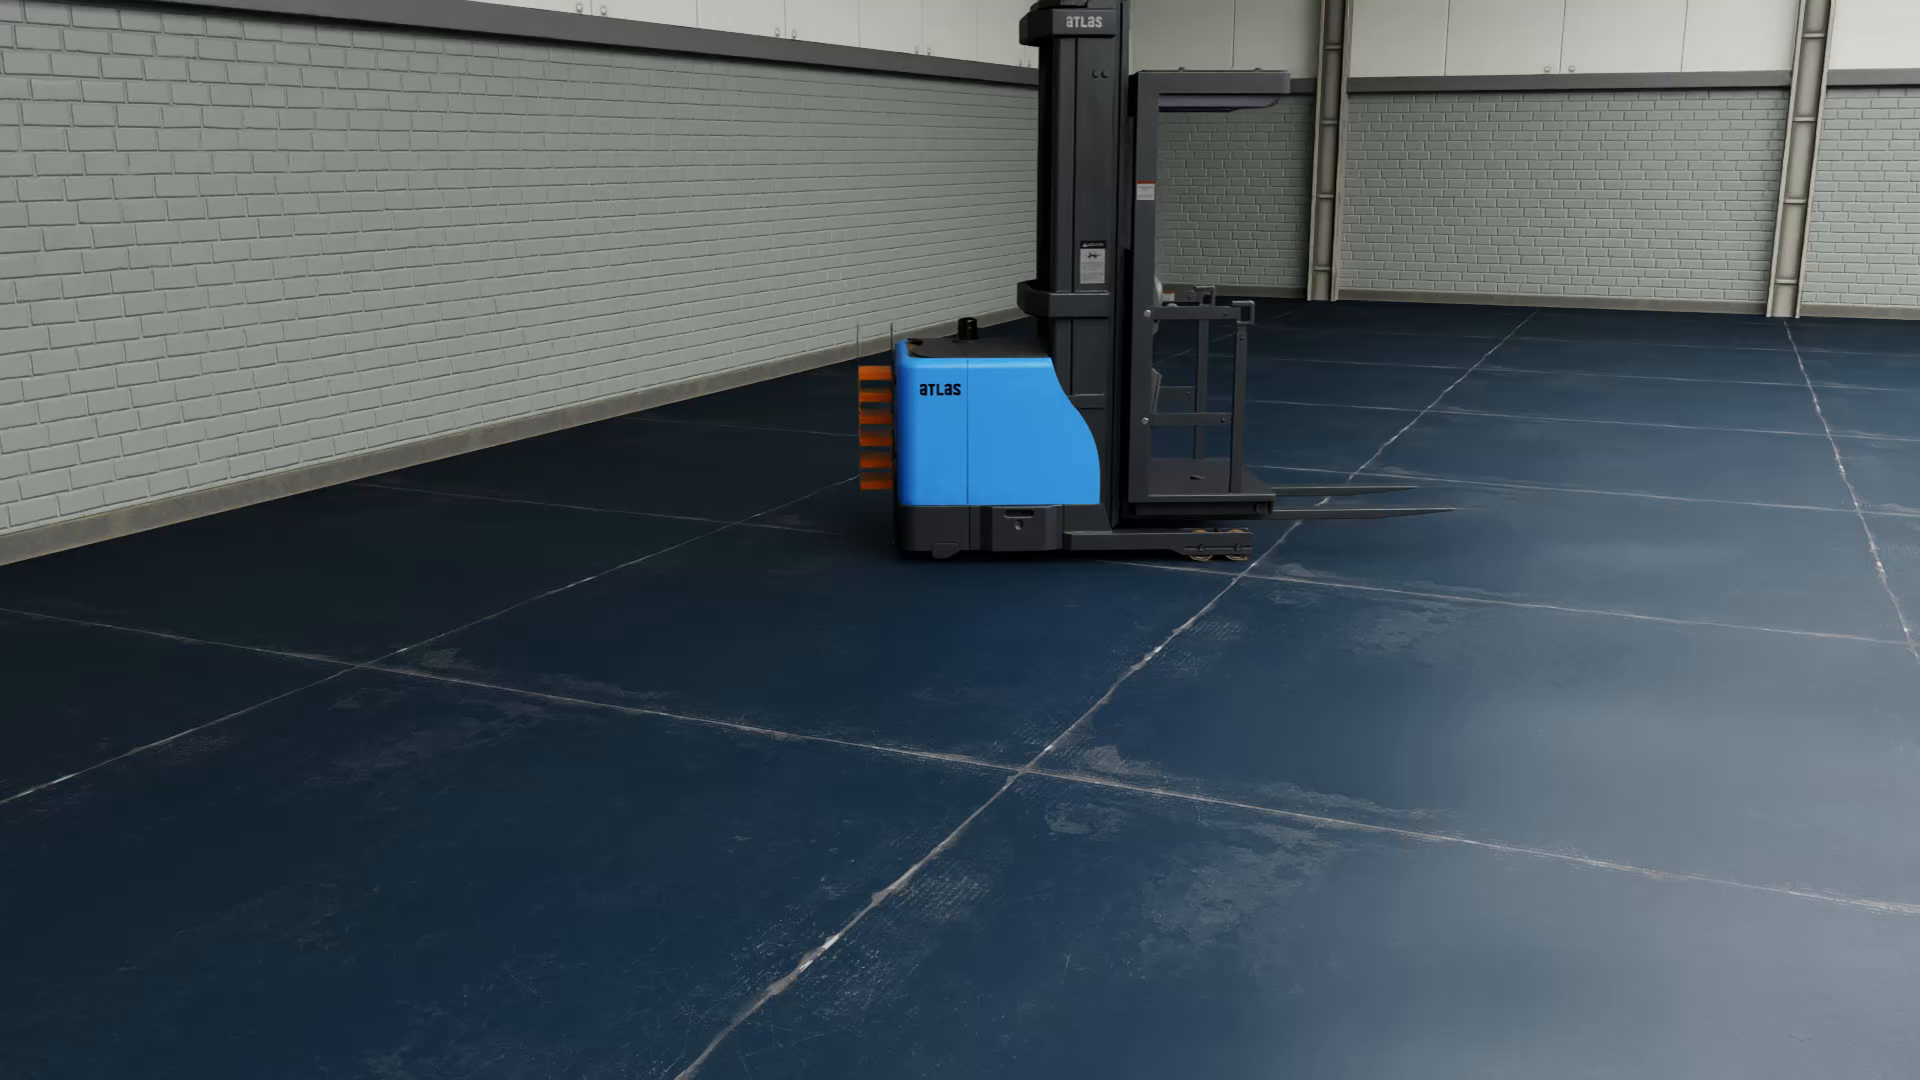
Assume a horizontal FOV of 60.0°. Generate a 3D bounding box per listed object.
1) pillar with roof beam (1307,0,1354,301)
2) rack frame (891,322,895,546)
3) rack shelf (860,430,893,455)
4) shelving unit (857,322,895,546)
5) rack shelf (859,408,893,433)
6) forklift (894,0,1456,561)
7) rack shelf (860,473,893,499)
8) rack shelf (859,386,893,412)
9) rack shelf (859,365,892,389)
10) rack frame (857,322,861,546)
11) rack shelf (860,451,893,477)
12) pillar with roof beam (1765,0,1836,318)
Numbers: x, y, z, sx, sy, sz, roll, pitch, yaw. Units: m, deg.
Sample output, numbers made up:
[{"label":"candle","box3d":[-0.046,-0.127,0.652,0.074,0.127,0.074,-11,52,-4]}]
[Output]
[{"label":"pillar with roof beam","box3d":[3.505,-6.959,19.213,0.400,9.000,9.100,6,14,23]},{"label":"rack frame","box3d":[-0.368,-0.580,9.102,0.006,1.200,0.240,-1,13,-3]},{"label":"rack shelf","box3d":[-0.459,-0.536,9.107,0.180,0.103,0.258,-1,13,-3]},{"label":"shelving unit","box3d":[-0.459,-0.579,9.097,0.189,1.200,0.258,-1,13,-3]},{"label":"rack shelf","box3d":[-0.459,-0.653,9.080,0.180,0.103,0.258,-1,13,-3]},{"label":"forklift","box3d":[1.155,-1.434,8.952,3.031,2.935,1.130,-1,13,-3]},{"label":"rack shelf","box3d":[-0.459,-0.302,9.162,0.180,0.103,0.258,-1,13,-3]},{"label":"rack shelf","box3d":[-0.459,-0.770,9.053,0.180,0.103,0.258,-1,13,-3]},{"label":"rack shelf","box3d":[-0.459,-0.887,9.025,0.180,0.103,0.258,-1,13,-3]},{"label":"rack frame","box3d":[-0.550,-0.578,9.092,0.006,1.200,0.240,-1,13,-3]},{"label":"rack shelf","box3d":[-0.459,-0.419,9.135,0.180,0.103,0.258,-1,13,-3]},{"label":"pillar with roof beam","box3d":[8.990,-6.404,16.847,0.400,9.000,9.100,6,14,23]}]
